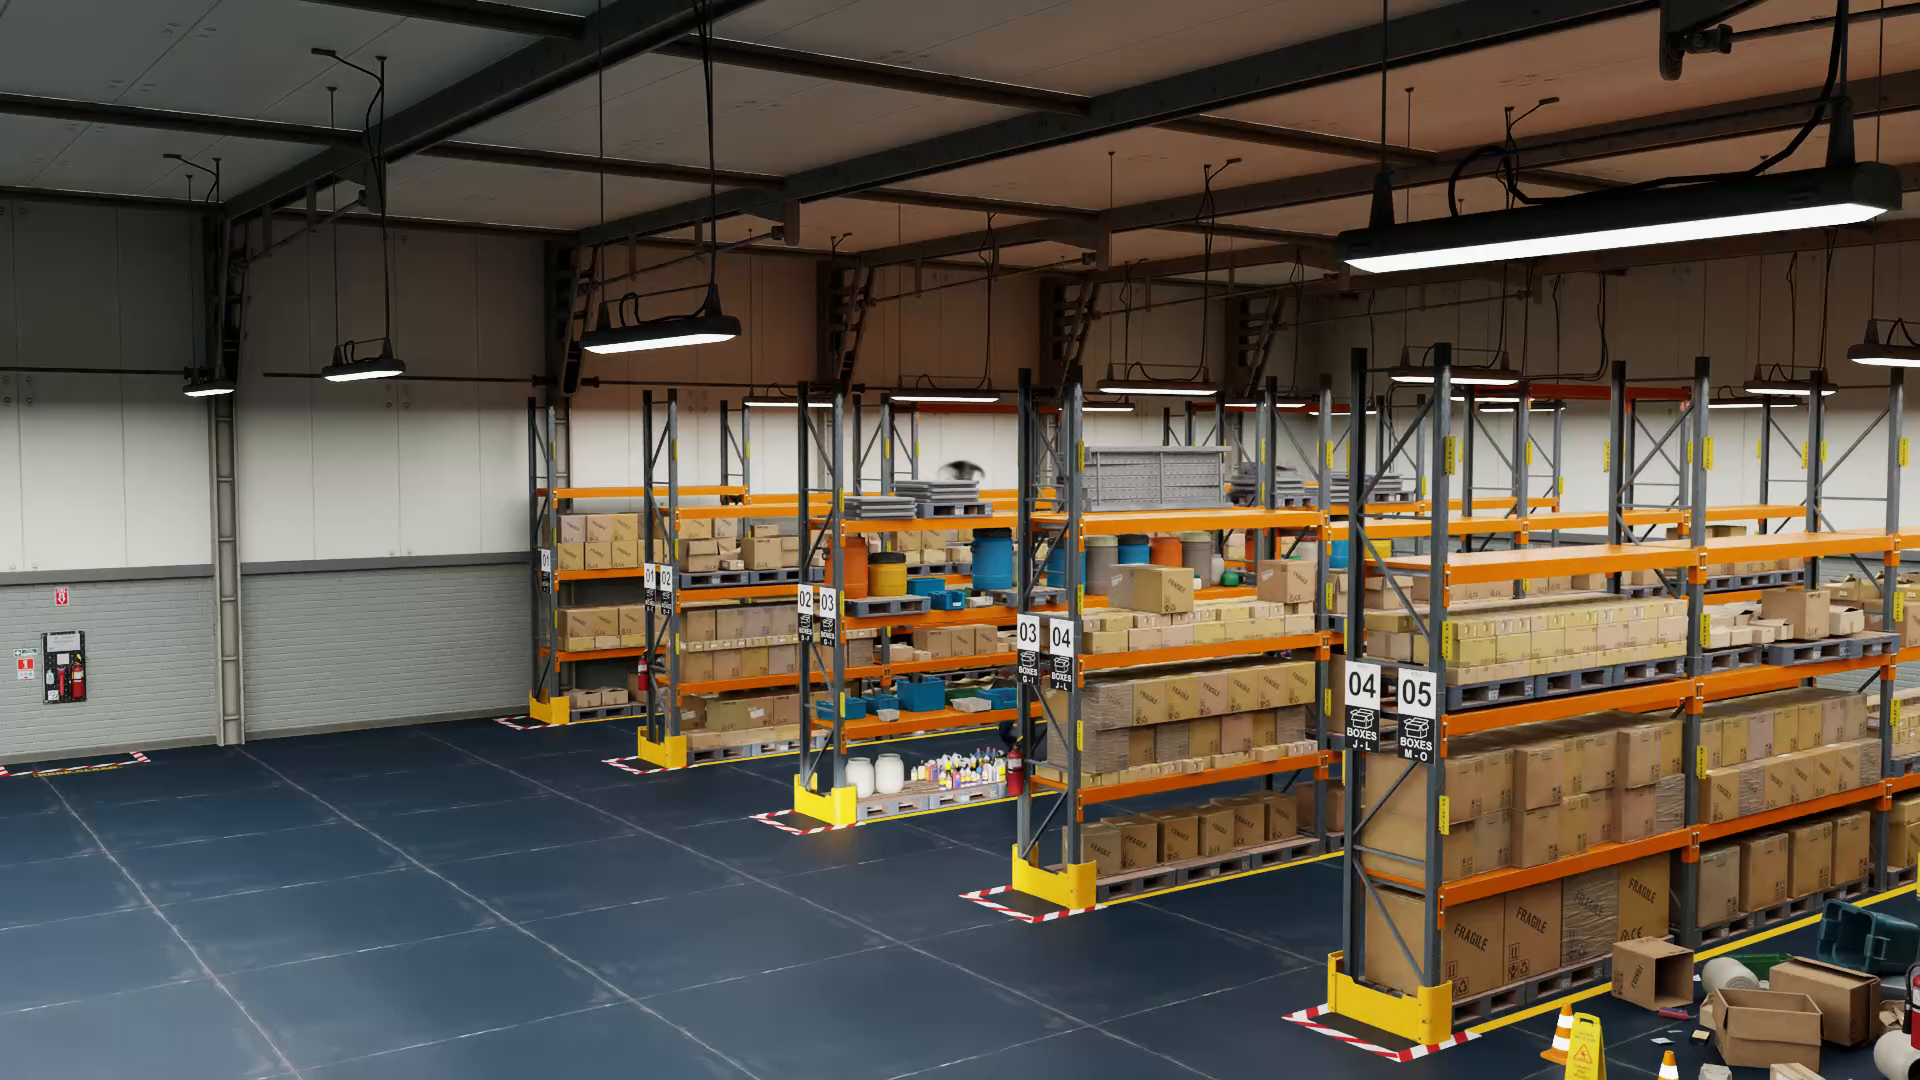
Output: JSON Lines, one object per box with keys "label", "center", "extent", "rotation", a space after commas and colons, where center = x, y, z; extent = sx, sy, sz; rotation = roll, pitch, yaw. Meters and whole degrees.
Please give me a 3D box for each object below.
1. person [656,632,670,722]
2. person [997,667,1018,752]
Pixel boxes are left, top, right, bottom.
{"label": "person", "center": [-5.240, 2.516, 30.264], "extent": [0.603, 1.733, 0.859], "rotation": [3, 4, 37]}
{"label": "person", "center": [0.795, 2.812, 26.728], "extent": [0.524, 1.556, 0.579], "rotation": [-2, 4, -36]}
